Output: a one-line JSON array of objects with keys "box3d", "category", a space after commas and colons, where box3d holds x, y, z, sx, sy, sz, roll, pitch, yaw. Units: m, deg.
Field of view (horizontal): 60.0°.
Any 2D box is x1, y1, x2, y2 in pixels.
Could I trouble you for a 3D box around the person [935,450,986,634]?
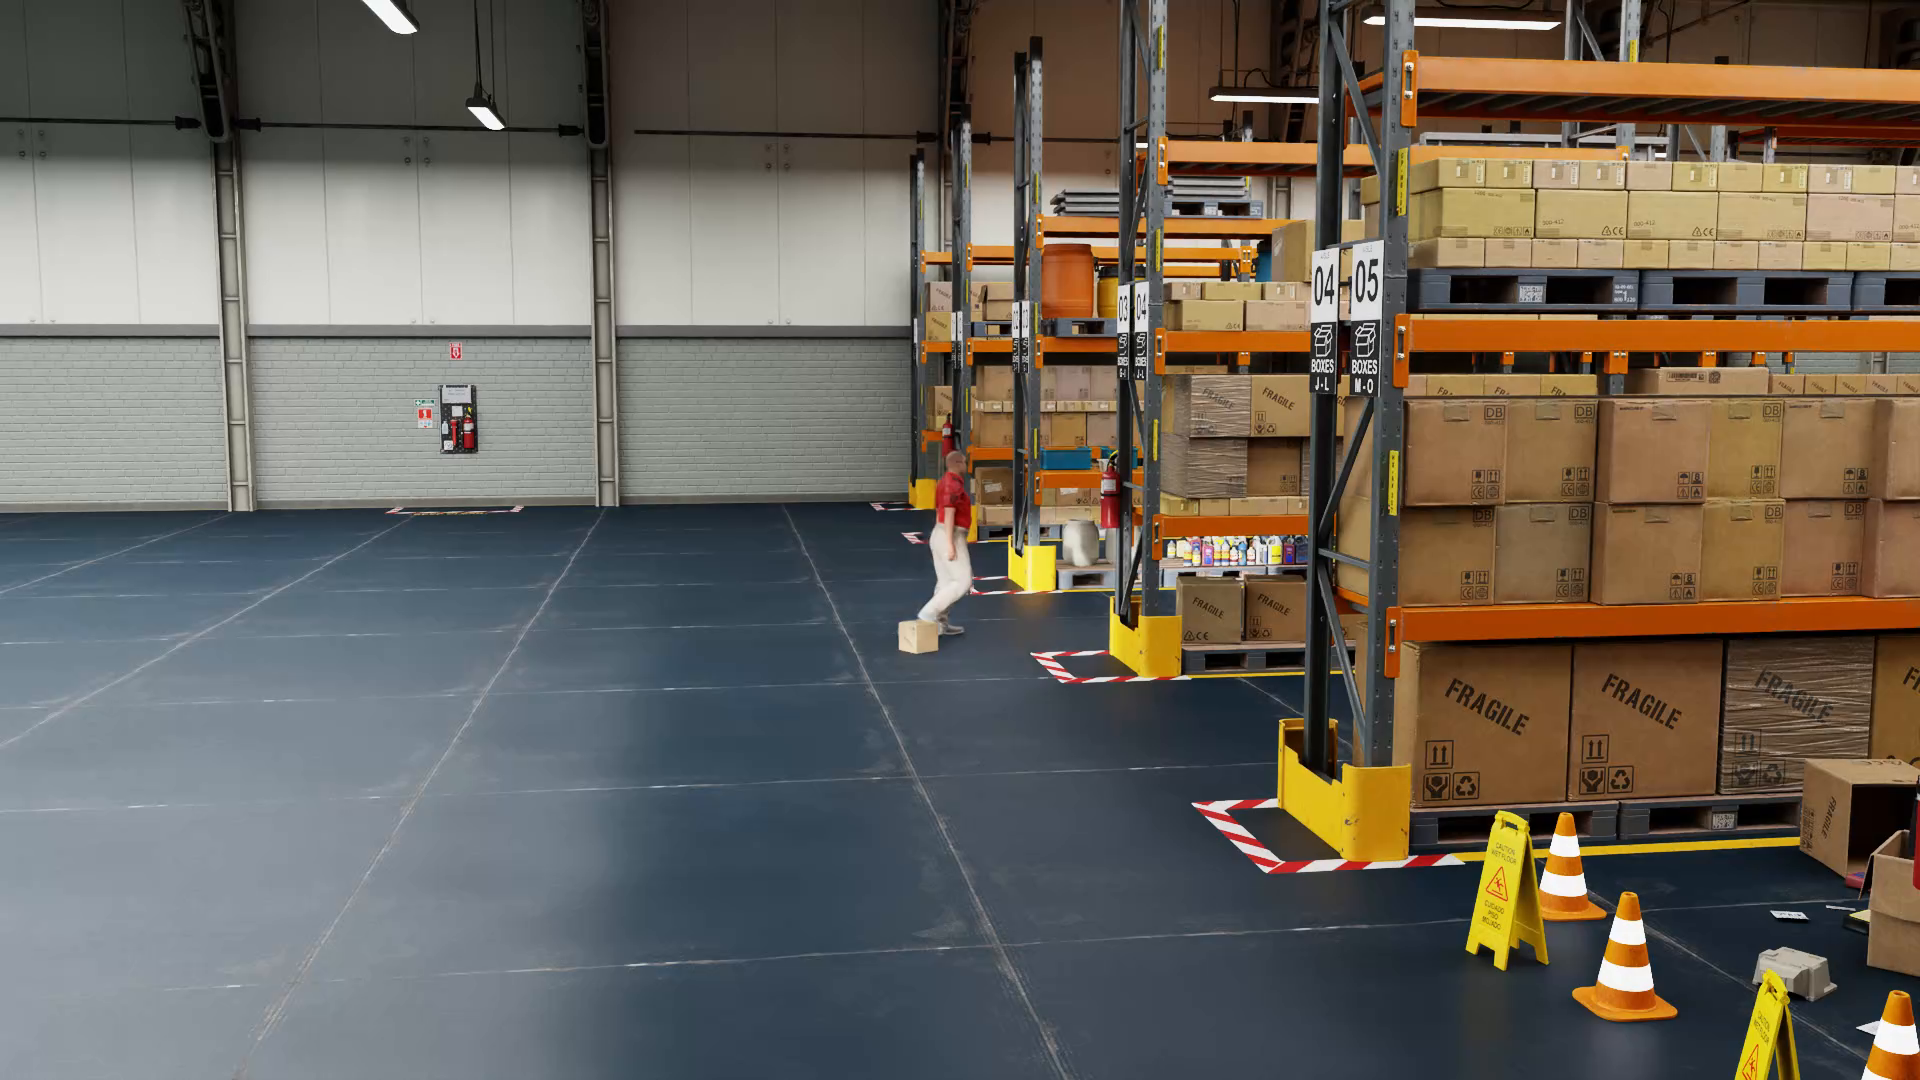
[{"box3d": [-0.041, 0.021, 15.492, 0.479, 1.714, 0.585, -2, 7, -18], "category": "person"}]
